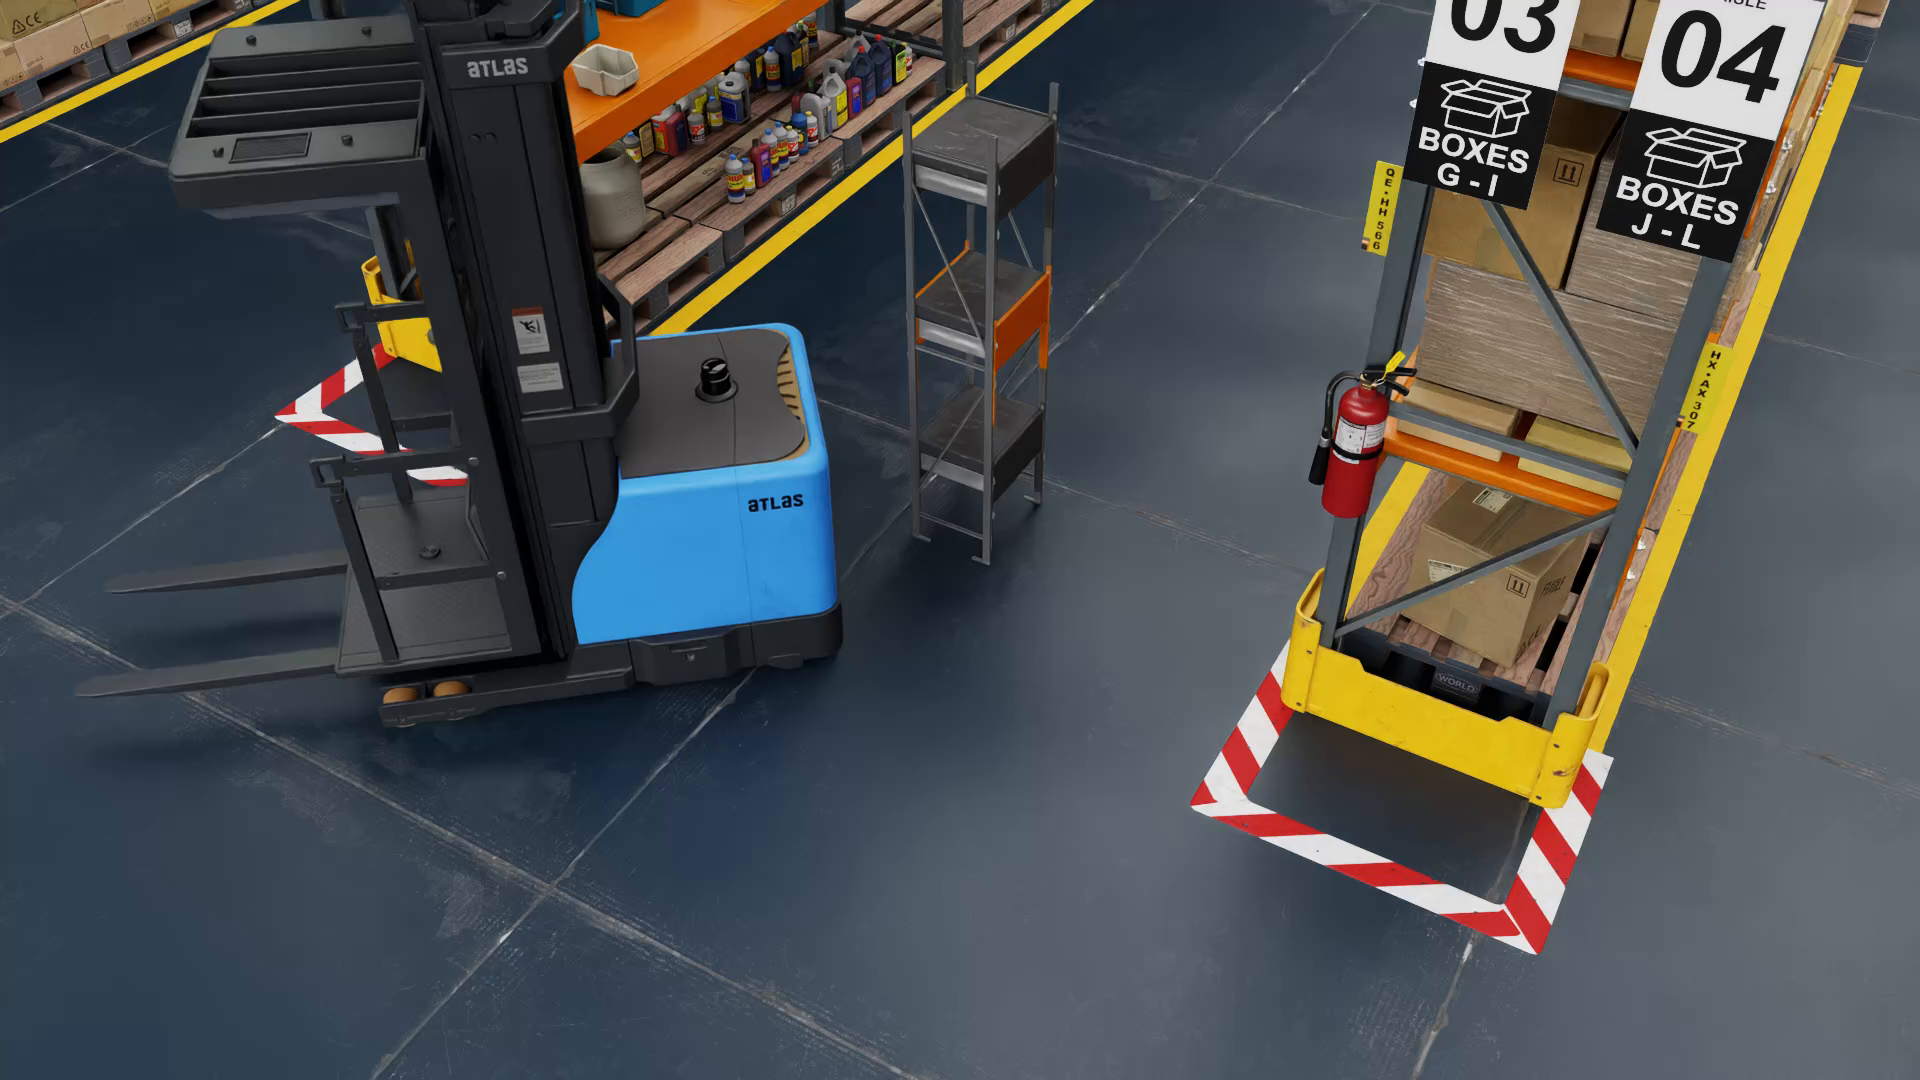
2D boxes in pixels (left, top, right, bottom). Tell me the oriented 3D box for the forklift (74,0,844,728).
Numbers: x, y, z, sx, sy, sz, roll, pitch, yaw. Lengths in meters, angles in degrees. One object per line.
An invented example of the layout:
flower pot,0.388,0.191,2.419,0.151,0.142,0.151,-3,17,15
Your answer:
forklift,-2.057,-0.726,6.172,3.031,2.935,1.130,-7,42,-8

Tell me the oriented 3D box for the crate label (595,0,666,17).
crate label,-1.755,-3.118,8.810,0.502,0.435,0.616,21,45,22

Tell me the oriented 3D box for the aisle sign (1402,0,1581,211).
aisle sign,1.555,-1.363,4.877,0.394,0.787,0.004,21,45,22

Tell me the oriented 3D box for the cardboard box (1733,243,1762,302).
cardboard box,3.030,-1.140,6.781,0.380,0.149,0.250,21,45,22

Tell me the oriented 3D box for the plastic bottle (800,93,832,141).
plastic bottle,-0.856,-2.544,9.912,0.152,0.276,0.135,22,46,23

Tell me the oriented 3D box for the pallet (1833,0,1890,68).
pallet,4.356,-2.930,8.768,1.003,0.211,1.213,21,45,22

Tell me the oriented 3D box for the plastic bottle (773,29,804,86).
plastic bottle,-1.079,-3.050,10.430,0.144,0.351,0.185,21,45,22

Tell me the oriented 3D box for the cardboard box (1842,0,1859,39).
cardboard box,3.612,-2.502,7.080,0.500,0.500,0.500,21,45,22

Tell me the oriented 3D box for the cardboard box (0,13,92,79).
cardboard box,-6.021,-3.249,10.748,0.500,0.250,0.500,21,45,22

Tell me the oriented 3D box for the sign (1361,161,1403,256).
sign,1.376,-1.072,5.398,0.100,0.325,0.005,21,45,22

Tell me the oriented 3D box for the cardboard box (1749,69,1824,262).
cardboard box,2.614,-1.357,5.779,0.500,0.500,0.500,21,45,22

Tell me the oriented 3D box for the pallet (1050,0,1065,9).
pallet,0.529,-4.367,12.365,1.003,0.211,1.213,21,45,22

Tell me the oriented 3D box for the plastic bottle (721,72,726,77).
plastic bottle,-1.460,-2.779,10.236,0.097,0.201,0.097,0,41,0

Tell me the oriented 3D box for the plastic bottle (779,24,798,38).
plastic bottle,-1.117,-3.162,10.615,0.152,0.276,0.135,23,46,24

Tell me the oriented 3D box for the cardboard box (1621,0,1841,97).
cardboard box,2.311,-1.584,4.938,0.500,0.250,0.500,22,46,23

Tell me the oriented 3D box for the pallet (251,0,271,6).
pallet,-5.161,-4.404,12.406,1.003,0.211,1.213,21,45,22

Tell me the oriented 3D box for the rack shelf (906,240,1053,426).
rack shelf,0.083,-0.872,6.988,0.431,0.518,0.480,21,45,22

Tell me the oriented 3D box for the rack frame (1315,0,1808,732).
rack frame,1.846,-0.324,5.664,1.000,3.000,0.127,21,45,22

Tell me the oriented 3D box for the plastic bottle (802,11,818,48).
plastic bottle,-0.979,-3.355,10.837,0.097,0.271,0.097,0,41,0

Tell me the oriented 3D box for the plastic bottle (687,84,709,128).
plastic bottle,-1.604,-2.640,9.965,0.144,0.351,0.185,23,46,24

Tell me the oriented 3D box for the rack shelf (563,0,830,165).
rack shelf,-1.441,-2.837,9.061,1.077,0.370,4.000,21,45,22

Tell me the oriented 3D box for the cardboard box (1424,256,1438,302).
cardboard box,2.292,-1.105,6.250,0.875,0.500,0.500,21,45,22

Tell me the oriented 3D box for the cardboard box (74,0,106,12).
cardboard box,-5.780,-3.820,10.829,0.500,0.500,0.500,21,45,22

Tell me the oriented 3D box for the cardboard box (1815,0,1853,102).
cardboard box,3.108,-1.932,6.432,0.500,0.500,0.500,21,45,22

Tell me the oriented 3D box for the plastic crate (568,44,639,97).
plastic crate,-1.716,-2.269,8.072,0.298,0.136,0.250,21,45,22

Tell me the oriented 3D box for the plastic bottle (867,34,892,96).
plastic bottle,-0.513,-2.958,10.326,0.144,0.351,0.185,20,45,21

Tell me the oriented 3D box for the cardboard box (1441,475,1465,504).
cardboard box,2.443,-0.249,7.152,0.500,0.500,0.500,-33,51,-32

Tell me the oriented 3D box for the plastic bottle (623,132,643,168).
plastic bottle,-1.903,-2.273,9.661,0.097,0.201,0.097,0,41,0

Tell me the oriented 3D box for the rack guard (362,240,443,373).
rack guard,-2.445,-1.083,8.417,1.175,0.500,0.348,21,45,22

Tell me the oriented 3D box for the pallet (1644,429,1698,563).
pallet,2.933,-0.470,7.939,1.003,0.211,1.213,21,45,22

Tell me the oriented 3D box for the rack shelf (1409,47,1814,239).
rack shelf,2.847,-2.324,6.210,1.077,0.370,4.000,21,45,22

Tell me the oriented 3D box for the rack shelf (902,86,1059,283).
rack shelf,0.083,-1.398,6.526,0.431,0.518,0.480,21,45,22

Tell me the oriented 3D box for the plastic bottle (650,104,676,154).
plastic bottle,-1.753,-2.436,9.790,0.152,0.276,0.135,21,46,22

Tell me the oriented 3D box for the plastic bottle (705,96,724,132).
plastic bottle,-1.477,-2.569,9.997,0.097,0.201,0.097,0,41,0

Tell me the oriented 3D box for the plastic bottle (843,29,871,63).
plastic bottle,-0.638,-3.006,10.380,0.144,0.351,0.185,21,45,22

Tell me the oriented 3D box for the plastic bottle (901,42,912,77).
plastic bottle,-0.352,-3.055,10.550,0.097,0.201,0.097,0,41,0

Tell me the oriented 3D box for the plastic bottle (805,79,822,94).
plastic bottle,-0.872,-2.657,10.036,0.061,0.283,0.133,21,45,22

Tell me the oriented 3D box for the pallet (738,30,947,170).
pallet,-0.813,-2.834,10.624,1.003,0.211,1.213,21,45,22

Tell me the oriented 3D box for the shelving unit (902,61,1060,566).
shelving unit,0.083,-0.883,6.979,0.431,2.100,0.503,21,45,22

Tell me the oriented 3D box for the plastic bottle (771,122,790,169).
plastic bottle,-1.043,-2.291,9.629,0.097,0.271,0.097,0,41,0

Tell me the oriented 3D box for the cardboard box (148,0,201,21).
cardboard box,-5.516,-3.819,11.395,0.500,0.250,0.500,21,45,22

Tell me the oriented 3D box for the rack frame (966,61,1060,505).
rack frame,0.205,-1.022,7.138,0.400,2.100,0.015,21,45,22

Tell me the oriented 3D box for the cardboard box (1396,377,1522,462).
cardboard box,1.810,-0.461,6.010,0.380,0.149,0.250,21,45,22

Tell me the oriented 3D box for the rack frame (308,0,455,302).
rack frame,-2.442,-1.962,7.524,1.000,3.000,0.127,21,45,22

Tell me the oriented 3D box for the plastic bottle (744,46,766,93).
plastic bottle,-1.298,-2.989,10.362,0.144,0.351,0.185,19,45,20

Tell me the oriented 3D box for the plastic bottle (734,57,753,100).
plastic bottle,-1.339,-2.863,10.278,0.097,0.271,0.097,0,41,0

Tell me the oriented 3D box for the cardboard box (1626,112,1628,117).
cardboard box,2.153,-1.533,5.979,0.500,0.500,0.500,21,45,22

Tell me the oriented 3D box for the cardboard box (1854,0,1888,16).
cardboard box,4.367,-3.404,8.390,1.000,1.000,1.000,21,46,22

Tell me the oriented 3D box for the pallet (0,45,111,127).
pallet,-6.382,-3.007,10.821,1.003,0.211,1.213,21,45,22

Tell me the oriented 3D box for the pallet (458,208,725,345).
pallet,-2.034,-1.438,9.038,1.003,0.211,1.213,21,45,22

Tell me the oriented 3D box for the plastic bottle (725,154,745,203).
plastic bottle,-1.265,-2.038,9.341,0.097,0.271,0.097,0,41,0

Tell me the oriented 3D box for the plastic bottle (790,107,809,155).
plastic bottle,-0.942,-2.407,9.761,0.097,0.271,0.097,0,41,0

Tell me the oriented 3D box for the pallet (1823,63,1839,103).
pallet,5.457,-3.409,11.276,1.003,0.211,1.213,21,45,22

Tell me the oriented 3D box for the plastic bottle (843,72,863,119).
plastic bottle,-0.655,-2.716,10.102,0.061,0.283,0.133,24,47,25

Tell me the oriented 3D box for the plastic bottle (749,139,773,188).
plastic bottle,-1.136,-2.166,9.478,0.061,0.283,0.133,22,46,23
